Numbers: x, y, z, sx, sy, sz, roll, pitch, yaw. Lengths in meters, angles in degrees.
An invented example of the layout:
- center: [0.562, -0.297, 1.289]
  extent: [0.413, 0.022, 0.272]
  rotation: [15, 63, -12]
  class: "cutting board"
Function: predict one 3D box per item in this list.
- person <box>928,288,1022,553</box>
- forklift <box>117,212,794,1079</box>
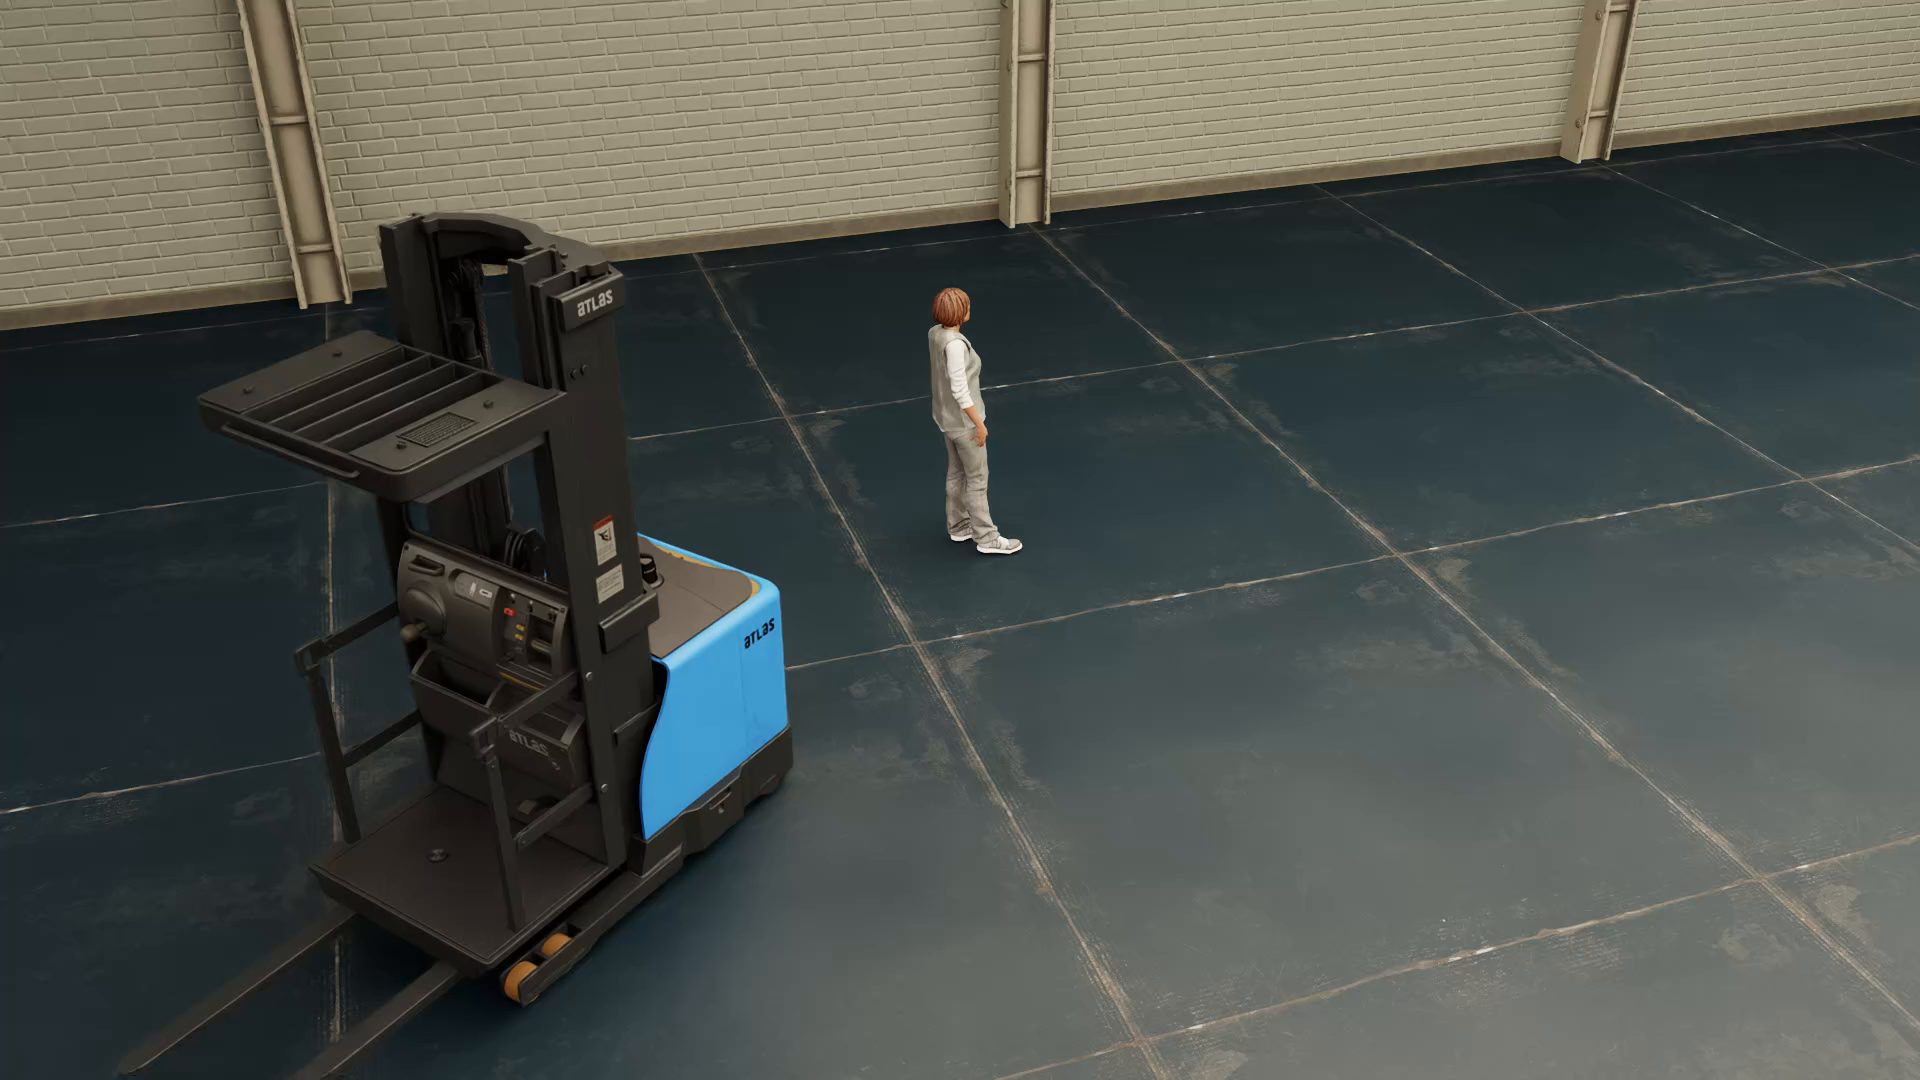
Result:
- center: [0.075, -0.704, 9.634]
  extent: [0.473, 1.599, 0.521]
  rotation: [-10, 31, -16]
  class: "person"
- center: [-2.028, 0.342, 6.493]
  extent: [1.130, 2.935, 3.031]
  rotation: [18, 34, 28]
  class: "forklift"
